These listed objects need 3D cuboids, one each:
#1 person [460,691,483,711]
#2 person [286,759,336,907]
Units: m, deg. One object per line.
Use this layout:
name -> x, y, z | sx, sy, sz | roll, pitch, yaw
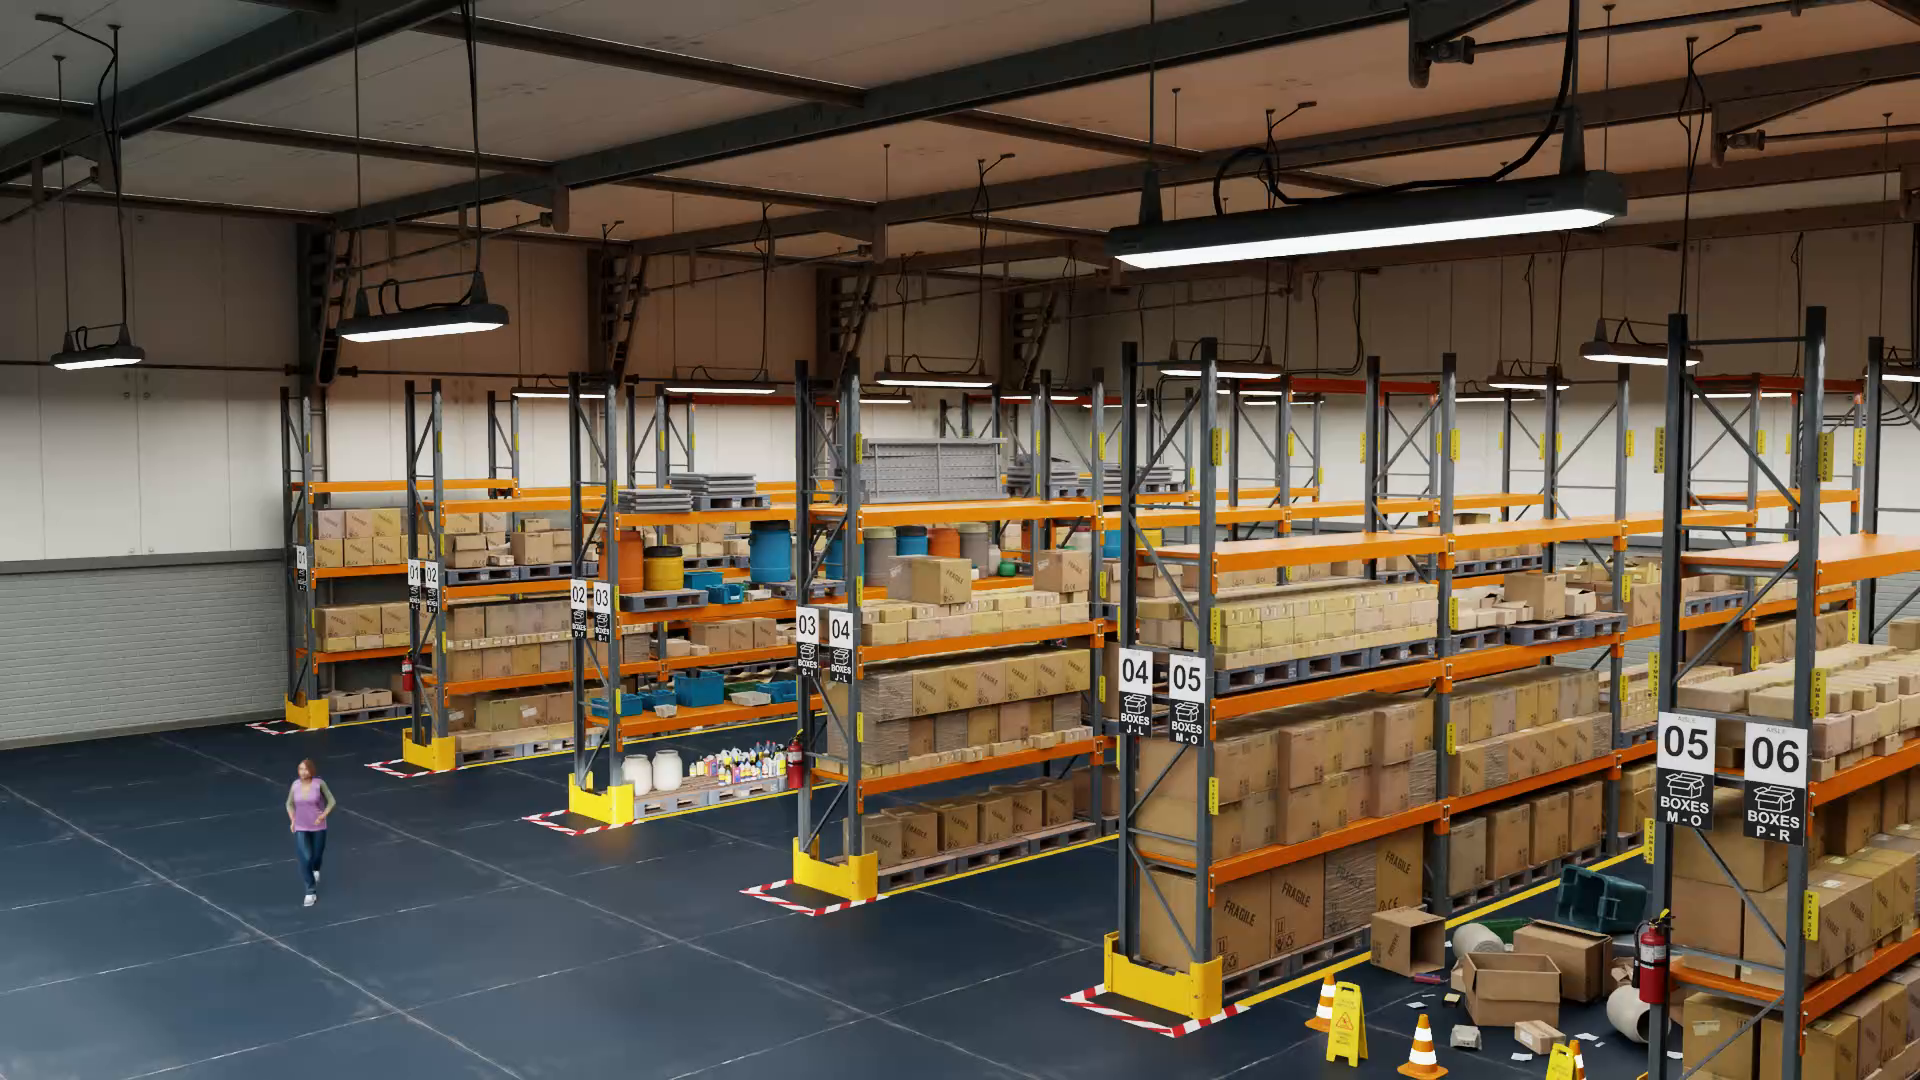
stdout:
person -> -8.255, 2.527, 28.277 | 0.564, 1.716, 0.775 | 3, 5, 42
person -> -7.202, 3.210, 18.448 | 0.534, 1.587, 0.669 | -1, 4, -13
